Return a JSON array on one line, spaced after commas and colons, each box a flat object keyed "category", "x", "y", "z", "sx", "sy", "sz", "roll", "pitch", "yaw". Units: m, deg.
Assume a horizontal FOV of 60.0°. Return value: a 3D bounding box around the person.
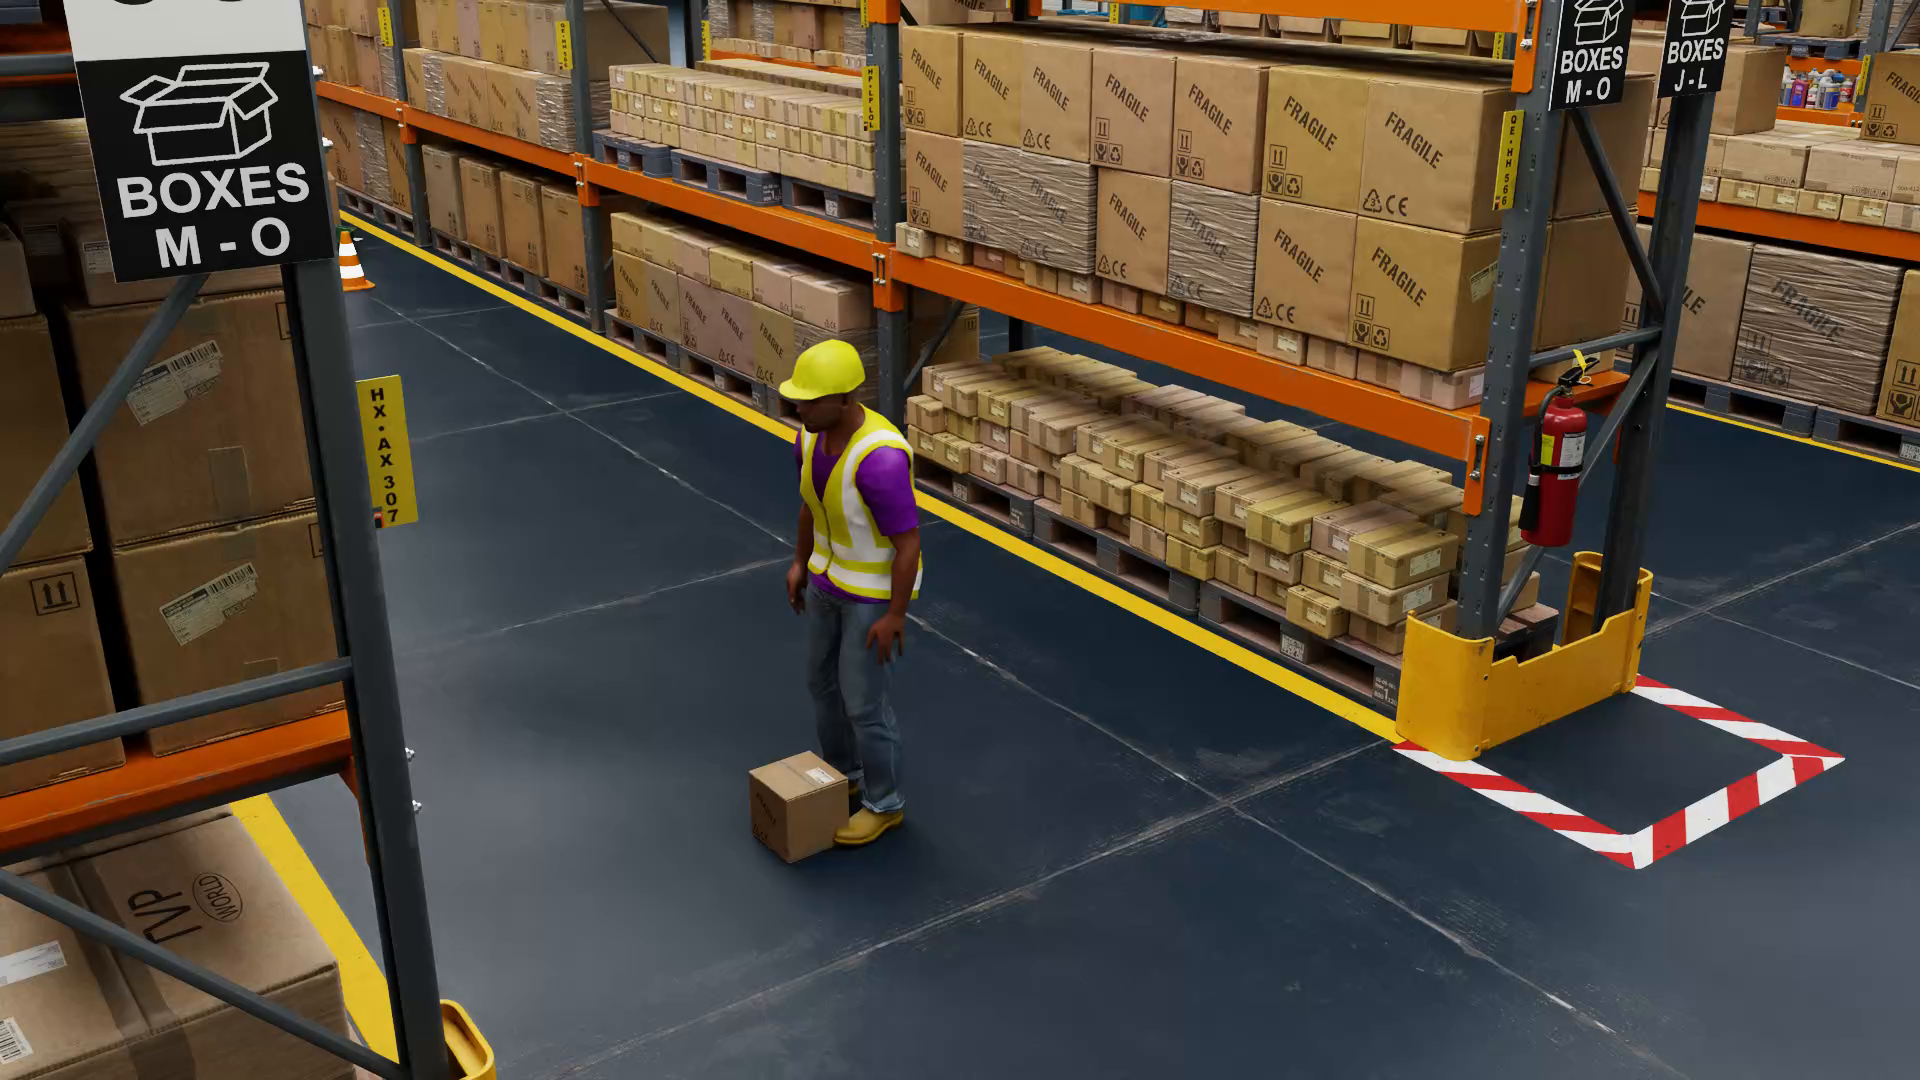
[{"category": "person", "x": -0.381, "y": 0.170, "z": 5.620, "sx": 0.463, "sy": 1.760, "sz": 0.634, "roll": -15, "pitch": 26, "yaw": -34}]
